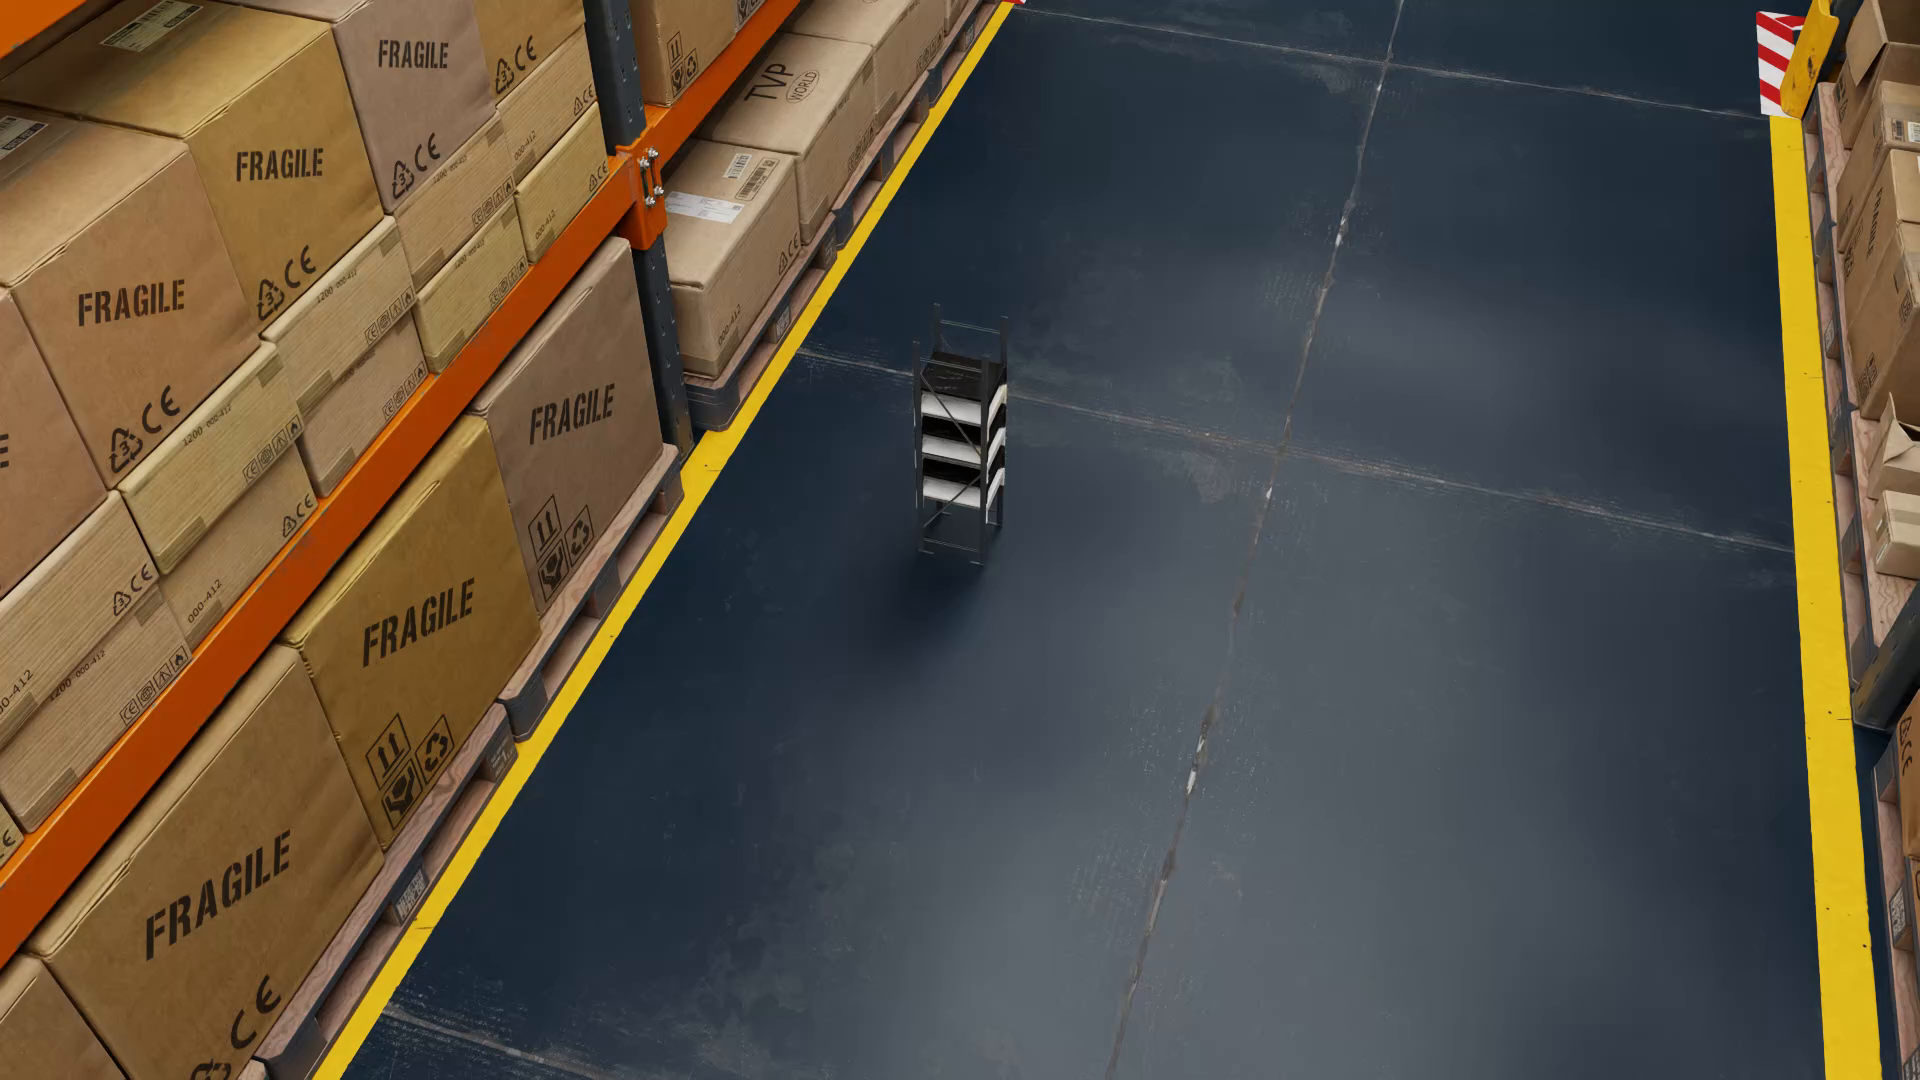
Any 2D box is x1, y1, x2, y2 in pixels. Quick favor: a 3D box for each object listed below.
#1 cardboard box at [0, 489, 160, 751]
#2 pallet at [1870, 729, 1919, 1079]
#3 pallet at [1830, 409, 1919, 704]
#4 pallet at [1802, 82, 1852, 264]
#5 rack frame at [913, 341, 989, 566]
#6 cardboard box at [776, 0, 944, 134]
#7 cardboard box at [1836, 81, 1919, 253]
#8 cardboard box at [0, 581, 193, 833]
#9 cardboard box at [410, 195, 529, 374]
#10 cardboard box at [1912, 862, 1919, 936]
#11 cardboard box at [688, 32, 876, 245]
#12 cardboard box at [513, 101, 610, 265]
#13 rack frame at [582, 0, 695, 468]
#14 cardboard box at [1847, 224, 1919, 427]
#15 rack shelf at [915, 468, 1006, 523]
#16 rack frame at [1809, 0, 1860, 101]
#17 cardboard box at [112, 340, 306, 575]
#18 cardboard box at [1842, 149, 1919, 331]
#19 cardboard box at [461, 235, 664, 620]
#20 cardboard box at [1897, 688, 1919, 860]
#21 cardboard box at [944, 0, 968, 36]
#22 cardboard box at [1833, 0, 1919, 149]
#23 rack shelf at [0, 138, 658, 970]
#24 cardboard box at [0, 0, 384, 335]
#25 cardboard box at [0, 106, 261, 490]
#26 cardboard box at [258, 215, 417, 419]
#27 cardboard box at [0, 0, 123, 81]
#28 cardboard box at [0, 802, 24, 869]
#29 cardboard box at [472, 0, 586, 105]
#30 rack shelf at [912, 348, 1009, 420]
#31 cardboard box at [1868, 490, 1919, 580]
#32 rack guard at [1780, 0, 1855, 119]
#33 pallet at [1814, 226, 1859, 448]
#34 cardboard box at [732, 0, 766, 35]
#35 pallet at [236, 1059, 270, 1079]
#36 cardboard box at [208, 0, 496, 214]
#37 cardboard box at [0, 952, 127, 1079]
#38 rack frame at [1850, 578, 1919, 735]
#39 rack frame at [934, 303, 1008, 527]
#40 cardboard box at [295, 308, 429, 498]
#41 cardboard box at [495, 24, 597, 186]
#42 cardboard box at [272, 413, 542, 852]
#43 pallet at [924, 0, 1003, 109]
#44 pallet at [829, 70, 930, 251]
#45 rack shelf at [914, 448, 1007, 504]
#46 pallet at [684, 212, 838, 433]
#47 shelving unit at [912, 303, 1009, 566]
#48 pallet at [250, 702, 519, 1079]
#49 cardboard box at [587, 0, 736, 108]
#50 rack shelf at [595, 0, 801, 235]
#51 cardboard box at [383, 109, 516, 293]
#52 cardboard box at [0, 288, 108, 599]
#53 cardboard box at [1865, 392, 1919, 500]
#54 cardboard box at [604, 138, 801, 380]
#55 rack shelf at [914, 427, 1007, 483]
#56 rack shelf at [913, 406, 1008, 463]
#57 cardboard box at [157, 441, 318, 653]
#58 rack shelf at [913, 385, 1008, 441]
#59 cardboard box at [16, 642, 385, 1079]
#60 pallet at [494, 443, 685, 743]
[{"bbox_3d":[-1.969,0.103,3.250,0.500,0.250,0.500,12,46,12],"label":"cardboard box"},{"bbox_3d":[3.055,1.117,4.458,1.003,0.211,1.213,13,46,13],"label":"pallet"},{"bbox_3d":[3.474,0.109,5.487,1.003,0.211,1.213,13,46,13],"label":"pallet"},{"bbox_3d":[4.213,-1.517,7.150,1.003,0.211,1.213,13,46,13],"label":"pallet"},{"bbox_3d":[-0.028,-0.259,5.372,0.240,0.900,0.006,13,46,12],"label":"rack frame"},{"bbox_3d":[-0.629,-2.306,7.494,0.875,0.438,0.875,14,46,14],"label":"cardboard box"},{"bbox_3d":[3.905,-1.404,6.527,0.700,0.500,0.500,14,46,14],"label":"cardboard box"},{"bbox_3d":[-1.987,0.274,3.433,0.500,0.250,0.500,14,46,14],"label":"cardboard box"},{"bbox_3d":[-1.517,-0.733,4.462,0.500,0.250,0.500,12,46,12],"label":"cardboard box"},{"bbox_3d":[2.752,0.945,4.126,0.500,0.500,0.500,12,46,12],"label":"cardboard box"},{"bbox_3d":[-0.904,-1.706,6.880,0.875,0.438,0.875,11,45,11],"label":"cardboard box"},{"bbox_3d":[-1.362,-1.073,4.809,0.500,0.250,0.500,12,46,12],"label":"cardboard box"},{"bbox_3d":[-1.467,-1.479,5.116,1.000,3.000,0.127,13,46,13],"label":"rack frame"},{"bbox_3d":[3.591,-0.712,5.819,0.700,0.500,0.500,11,45,11],"label":"cardboard box"},{"bbox_3d":[0.002,-0.175,5.590,0.258,0.077,0.200,13,46,12],"label":"rack shelf"},{"bbox_3d":[4.477,-3.096,6.769,1.000,3.000,0.127,13,46,13],"label":"rack frame"},{"bbox_3d":[-1.803,-0.232,3.592,0.500,0.250,0.500,13,46,13],"label":"cardboard box"},{"bbox_3d":[3.650,-1.072,6.188,0.500,0.500,0.500,13,46,13],"label":"cardboard box"},{"bbox_3d":[-1.578,-0.439,5.273,0.875,0.875,0.875,14,46,14],"label":"cardboard box"},{"bbox_3d":[2.904,0.588,4.491,0.500,0.500,0.500,14,46,14],"label":"cardboard box"},{"bbox_3d":[-0.360,-2.918,8.119,0.875,0.438,0.875,11,45,11],"label":"cardboard box"},{"bbox_3d":[4.201,-1.966,7.099,0.797,0.503,0.637,11,45,11],"label":"cardboard box"},{"bbox_3d":[-2.072,0.112,4.006,1.077,0.370,4.000,13,46,13],"label":"rack shelf"},{"bbox_3d":[-1.684,-0.841,3.678,0.500,0.500,0.500,14,46,14],"label":"cardboard box"},{"bbox_3d":[-1.827,-0.492,3.322,0.500,0.500,0.500,13,46,13],"label":"cardboard box"},{"bbox_3d":[-1.664,-0.577,3.945,0.500,0.250,0.500,14,46,13],"label":"cardboard box"},{"bbox_3d":[-2.156,-0.961,3.801,0.500,0.500,0.500,11,46,12],"label":"cardboard box"},{"bbox_3d":[-2.151,0.622,3.077,0.500,0.250,0.500,11,46,11],"label":"cardboard box"},{"bbox_3d":[-1.363,-1.521,4.373,0.500,0.500,0.500,14,46,14],"label":"cardboard box"},{"bbox_3d":[0.002,-0.496,5.275,0.258,0.077,0.200,13,46,12],"label":"rack shelf"},{"bbox_3d":[3.154,0.005,5.338,0.380,0.149,0.250,11,45,11],"label":"cardboard box"},{"bbox_3d":[4.454,-2.152,7.592,1.175,0.500,0.348,13,46,13],"label":"rack guard"},{"bbox_3d":[3.842,-0.706,6.321,1.003,0.211,1.213,13,46,13],"label":"pallet"},{"bbox_3d":[-0.919,-2.106,5.686,0.500,0.500,0.500,13,46,13],"label":"cardboard box"},{"bbox_3d":[-2.367,1.675,3.888,1.003,0.211,1.213,13,46,13],"label":"pallet"},{"bbox_3d":[-1.512,-1.174,4.019,0.500,0.500,0.500,13,46,13],"label":"cardboard box"},{"bbox_3d":[-2.390,1.354,3.440,0.875,0.875,0.875,12,46,12],"label":"cardboard box"},{"bbox_3d":[3.265,-0.430,4.045,1.000,3.000,0.127,13,46,13],"label":"rack frame"},{"bbox_3d":[0.033,-0.395,5.510,0.240,0.900,0.006,13,46,12],"label":"rack frame"},{"bbox_3d":[-1.688,-0.401,4.122,0.500,0.250,0.500,11,46,11],"label":"cardboard box"},{"bbox_3d":[-1.368,-1.258,4.641,0.500,0.250,0.500,12,46,12],"label":"cardboard box"},{"bbox_3d":[-1.844,0.165,4.656,0.875,0.875,0.875,14,46,14],"label":"cardboard box"},{"bbox_3d":[-0.423,-2.599,8.255,1.003,0.211,1.213,13,46,13],"label":"pallet"},{"bbox_3d":[-0.794,-1.788,7.426,1.003,0.211,1.213,13,46,12],"label":"pallet"},{"bbox_3d":[0.002,-0.239,5.527,0.258,0.077,0.200,13,46,12],"label":"rack shelf"},{"bbox_3d":[-1.162,-0.972,6.593,1.003,0.211,1.213,13,46,13],"label":"pallet"},{"bbox_3d":[0.002,-0.327,5.441,0.258,0.900,0.210,13,46,12],"label":"shelving unit"},{"bbox_3d":[-1.996,0.864,4.716,1.003,0.211,1.213,13,46,13],"label":"pallet"},{"bbox_3d":[-1.075,-1.772,5.344,0.500,0.500,0.500,14,46,14],"label":"cardboard box"},{"bbox_3d":[-0.861,-2.555,6.730,1.077,0.370,4.000,13,46,13],"label":"rack shelf"},{"bbox_3d":[-1.513,-0.924,4.299,0.500,0.250,0.500,14,46,13],"label":"cardboard box"},{"bbox_3d":[-1.983,-0.157,2.979,0.500,0.500,0.500,14,46,14],"label":"cardboard box"},{"bbox_3d":[3.262,-0.274,5.540,0.396,0.266,0.258,14,46,14],"label":"cardboard box"},{"bbox_3d":[-1.174,-1.109,6.270,0.875,0.438,0.875,12,46,12],"label":"cardboard box"},{"bbox_3d":[0.002,-0.303,5.464,0.258,0.077,0.200,13,46,12],"label":"rack shelf"},{"bbox_3d":[0.002,-0.368,5.401,0.258,0.077,0.200,13,46,12],"label":"rack shelf"},{"bbox_3d":[-1.841,-0.056,3.770,0.500,0.250,0.500,13,46,13],"label":"cardboard box"},{"bbox_3d":[0.002,-0.432,5.338,0.258,0.077,0.200,13,46,12],"label":"rack shelf"},{"bbox_3d":[-2.115,0.760,4.047,0.875,0.875,0.875,13,46,13],"label":"cardboard box"},{"bbox_3d":[-1.628,0.048,5.550,1.003,0.211,1.213,13,46,13],"label":"pallet"}]
